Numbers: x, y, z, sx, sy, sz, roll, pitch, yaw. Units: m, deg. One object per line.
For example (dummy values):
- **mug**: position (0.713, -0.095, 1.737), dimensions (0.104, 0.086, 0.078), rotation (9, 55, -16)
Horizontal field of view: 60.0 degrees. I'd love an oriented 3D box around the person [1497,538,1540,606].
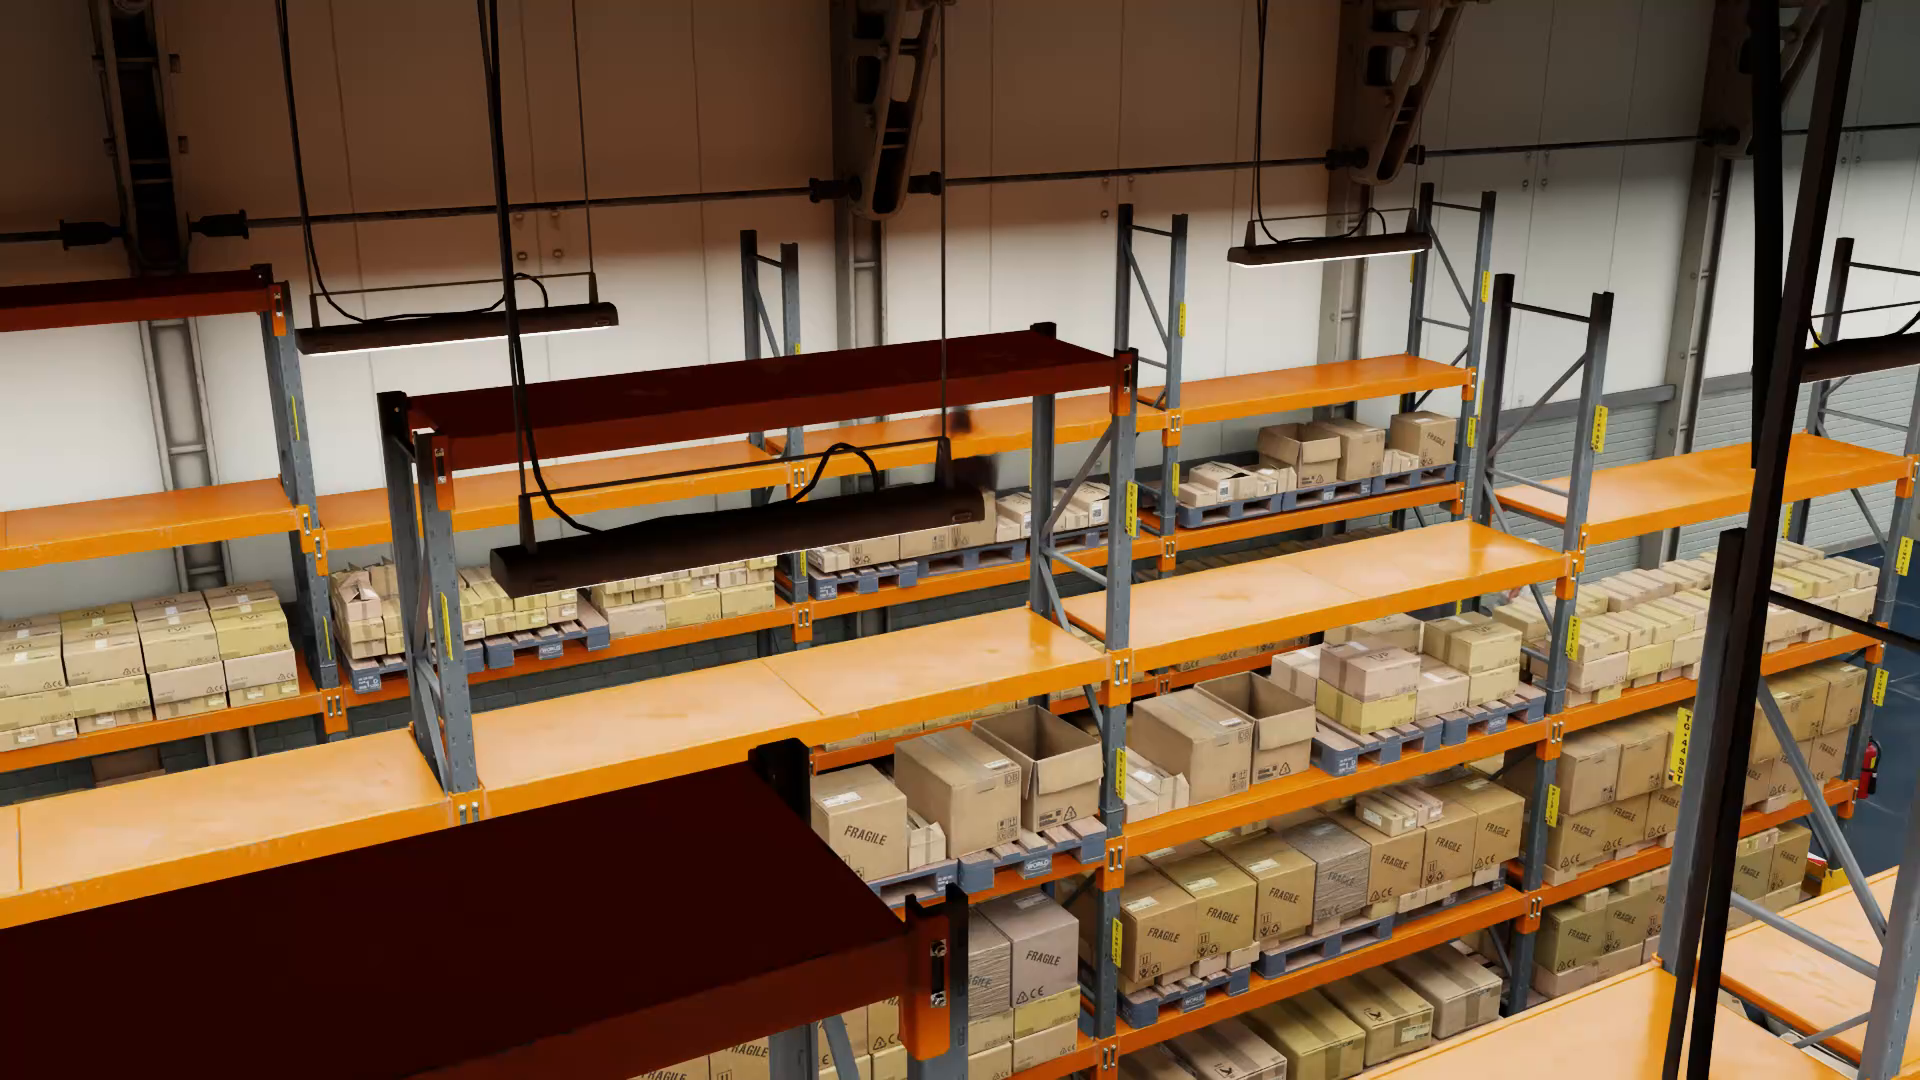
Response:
- **person**: position (6.753, 0.840, 20.219), dimensions (0.609, 1.734, 0.687), rotation (-1, 18, -4)
